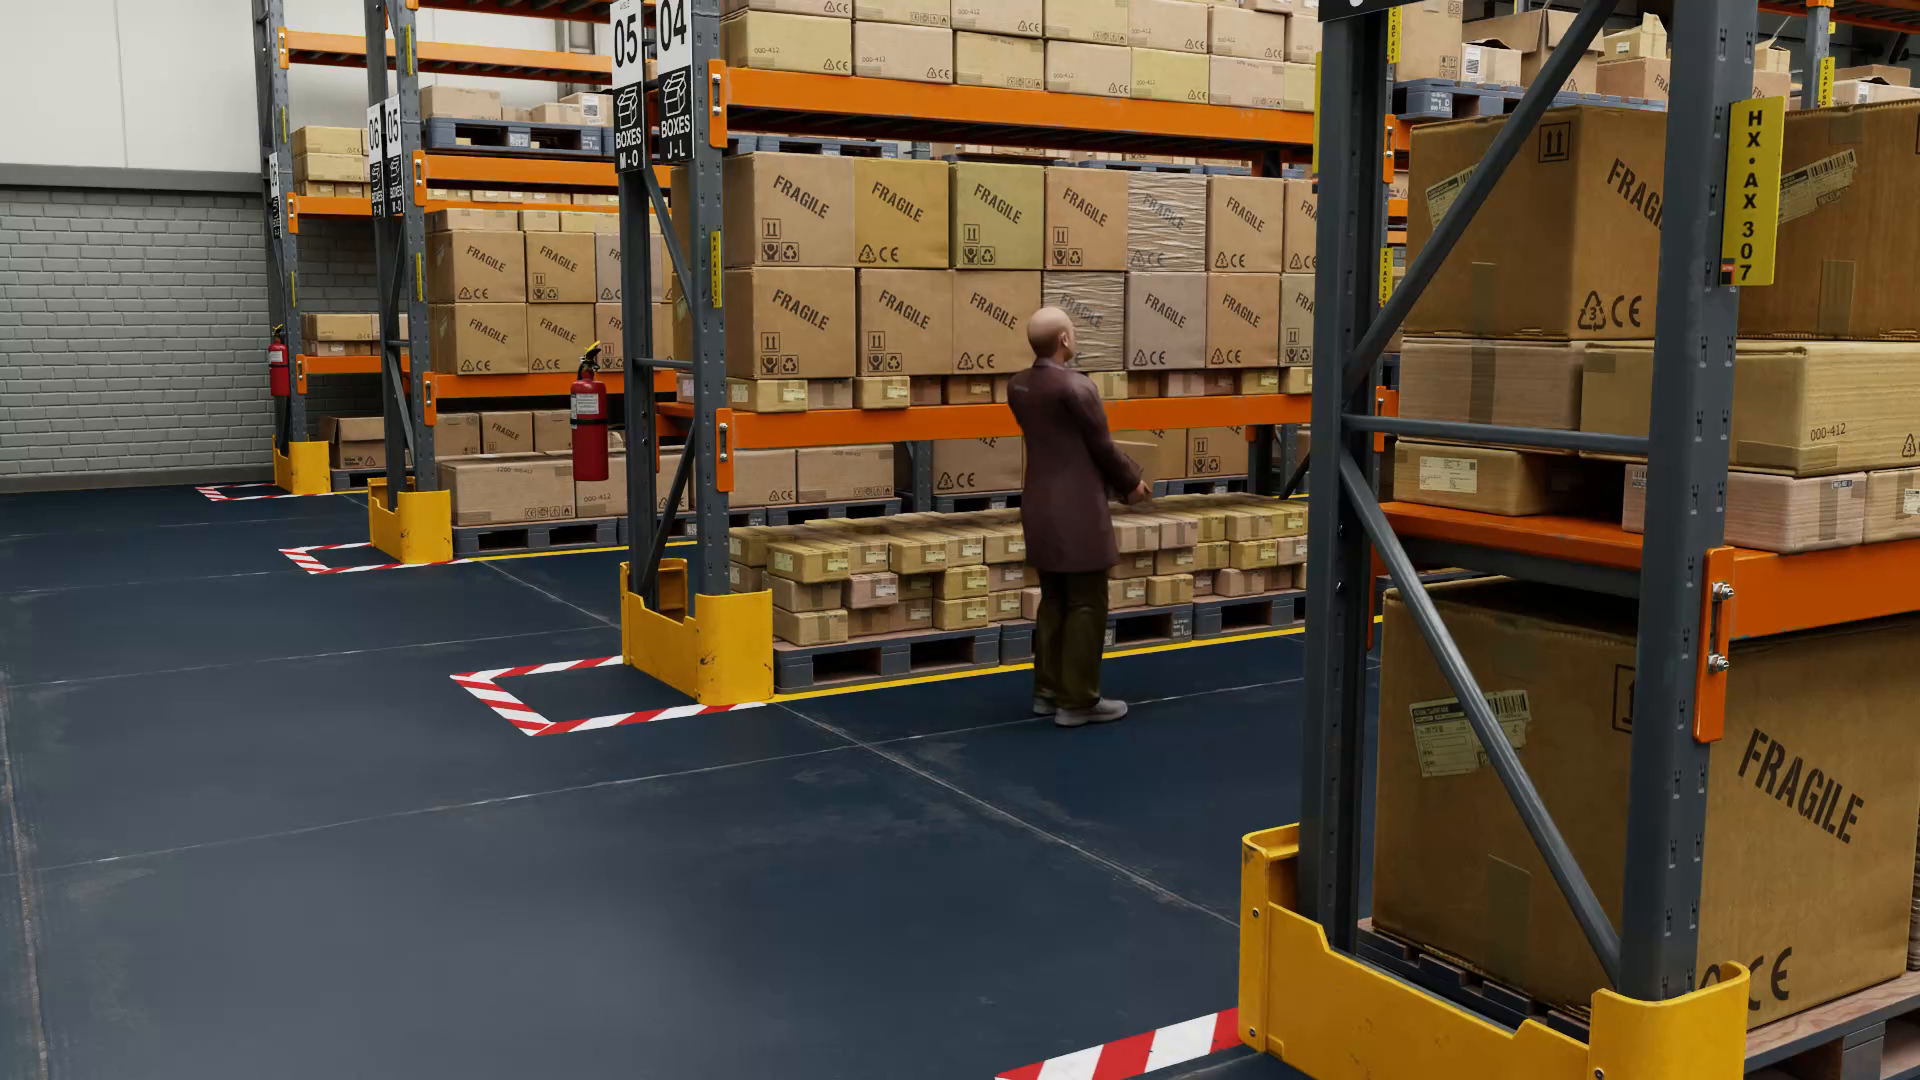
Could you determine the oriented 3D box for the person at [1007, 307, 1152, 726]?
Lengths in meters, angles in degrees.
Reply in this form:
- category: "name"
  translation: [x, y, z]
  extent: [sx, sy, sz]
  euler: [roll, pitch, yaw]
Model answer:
- category: "person"
  translation: [0.525, -0.115, 7.200]
  extent: [0.553, 1.771, 0.530]
  euler: [-6, 10, -36]
